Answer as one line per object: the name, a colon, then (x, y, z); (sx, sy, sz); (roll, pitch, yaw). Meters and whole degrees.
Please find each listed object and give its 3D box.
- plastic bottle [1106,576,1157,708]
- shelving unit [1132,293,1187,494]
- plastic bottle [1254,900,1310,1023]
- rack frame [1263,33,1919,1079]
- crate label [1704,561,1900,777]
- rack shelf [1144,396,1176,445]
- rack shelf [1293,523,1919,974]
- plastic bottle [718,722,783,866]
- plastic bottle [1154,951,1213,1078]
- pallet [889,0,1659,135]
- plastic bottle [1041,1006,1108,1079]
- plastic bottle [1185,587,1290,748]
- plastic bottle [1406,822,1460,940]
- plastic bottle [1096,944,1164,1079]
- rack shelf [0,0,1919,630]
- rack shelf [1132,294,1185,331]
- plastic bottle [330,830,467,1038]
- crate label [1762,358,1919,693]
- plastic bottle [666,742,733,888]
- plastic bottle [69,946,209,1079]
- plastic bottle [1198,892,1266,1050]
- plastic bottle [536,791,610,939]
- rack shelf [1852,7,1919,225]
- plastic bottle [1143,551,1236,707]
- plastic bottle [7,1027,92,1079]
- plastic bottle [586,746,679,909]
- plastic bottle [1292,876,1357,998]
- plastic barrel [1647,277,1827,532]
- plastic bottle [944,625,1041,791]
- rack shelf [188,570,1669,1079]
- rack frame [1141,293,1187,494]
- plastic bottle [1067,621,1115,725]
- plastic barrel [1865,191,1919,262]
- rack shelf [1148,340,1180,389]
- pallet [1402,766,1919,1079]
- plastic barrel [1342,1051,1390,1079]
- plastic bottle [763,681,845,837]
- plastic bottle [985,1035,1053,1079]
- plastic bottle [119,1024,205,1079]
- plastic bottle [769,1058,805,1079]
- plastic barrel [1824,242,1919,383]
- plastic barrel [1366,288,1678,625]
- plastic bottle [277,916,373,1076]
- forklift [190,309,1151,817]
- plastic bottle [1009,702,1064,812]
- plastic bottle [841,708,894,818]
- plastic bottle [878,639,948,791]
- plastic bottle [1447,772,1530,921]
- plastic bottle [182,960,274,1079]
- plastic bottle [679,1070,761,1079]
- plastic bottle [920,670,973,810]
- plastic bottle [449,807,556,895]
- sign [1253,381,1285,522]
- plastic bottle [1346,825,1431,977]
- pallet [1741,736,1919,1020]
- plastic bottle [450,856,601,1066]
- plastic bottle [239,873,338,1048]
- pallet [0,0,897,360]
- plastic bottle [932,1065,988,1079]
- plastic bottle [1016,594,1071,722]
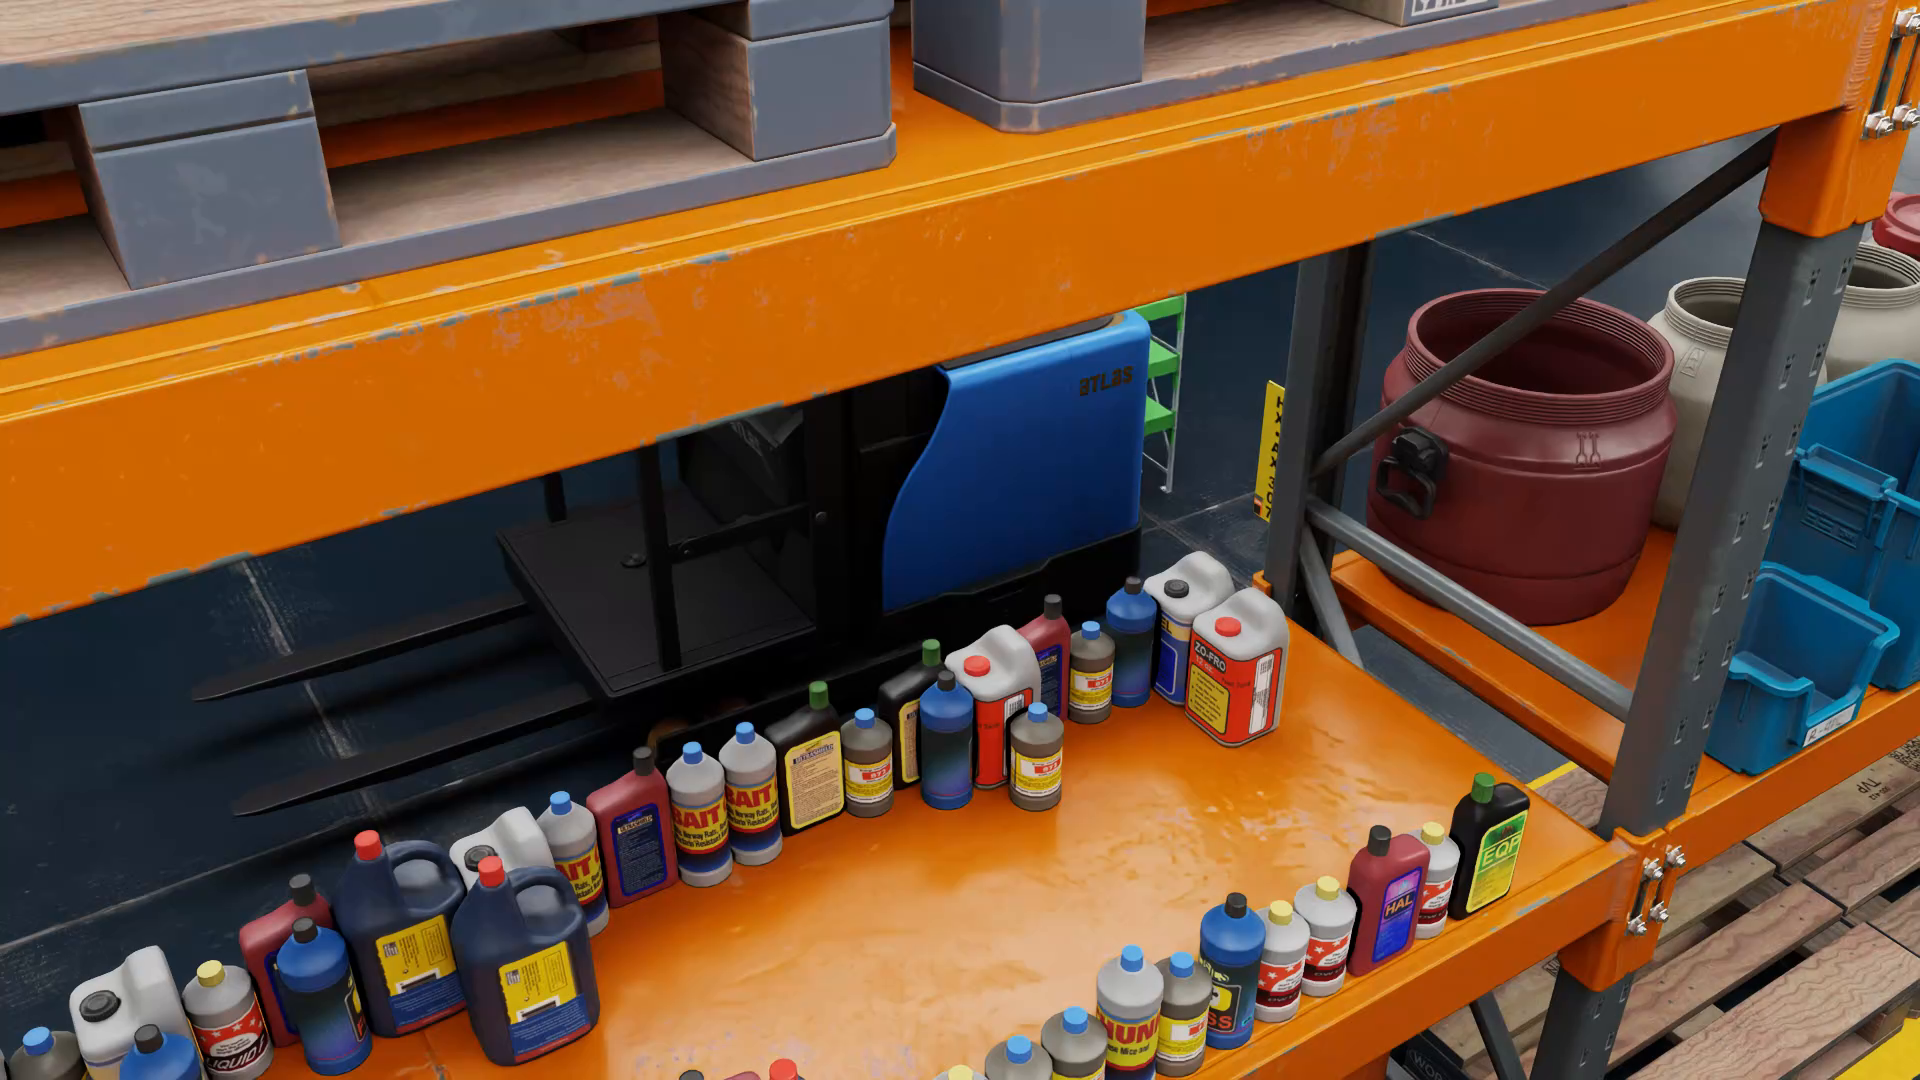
plastic bottle: (0.332, 0.192, 3.255); (0.097, 0.271, 0.097); (0, 32, 0)
shelving unit: (0.555, -0.679, 6.202); (0.503, 1.200, 0.258); (-18, 36, -26)
plastic bottle: (0.492, 0.648, 2.597); (0.097, 0.201, 0.097); (0, 32, 0)
rack frame: (0.983, 0.136, 3.223); (0.127, 3.000, 1.000); (-19, 37, -27)
crate label: (1.540, 0.253, 3.194); (0.416, 0.233, 0.303); (-19, 37, -27)
rack shelf: (0.555, -0.422, 6.364); (0.480, 0.148, 0.258); (-18, 36, -26)
rack shelf: (2.664, -0.138, 4.331); (4.000, 0.370, 1.077); (-19, 37, -27)
plastic bottle: (-0.363, 0.431, 2.876); (0.097, 0.271, 0.097); (0, 32, 0)
plastic bottle: (0.328, 0.704, 2.508); (0.097, 0.201, 0.097); (0, 32, 0)
pallet: (0.287, -0.876, 2.192); (1.213, 0.211, 1.003); (-19, 37, -27)
plastic bottle: (0.164, 0.761, 2.419); (0.097, 0.201, 0.097); (0, 32, 0)
plastic bottle: (0.527, 0.237, 3.179); (0.135, 0.276, 0.152); (-19, 37, -27)
plastic bottle: (0.767, 0.553, 2.747); (0.097, 0.201, 0.097); (0, 32, 0)
plastic bottle: (0.246, 0.703, 2.445); (0.097, 0.271, 0.097); (0, 32, 0)
rack shelf: (-0.698, -0.250, 1.698); (4.000, 0.370, 1.077); (-19, 37, -27)
rack shelf: (0.555, -0.828, 6.108); (0.480, 0.148, 0.258); (-18, 36, -26)
plastic bottle: (-0.858, 0.582, 2.562); (0.185, 0.351, 0.144); (-19, 37, -27)
crate label: (1.965, -0.045, 3.477); (0.616, 0.435, 0.502); (-19, 37, -27)
plastic bottle: (-0.445, 0.459, 2.832); (0.097, 0.271, 0.097); (0, 32, 0)
plastic bottle: (-1.184, 0.728, 2.400); (0.135, 0.276, 0.152); (-19, 37, -27)
plastic bottle: (0.410, 0.647, 2.534); (0.097, 0.271, 0.097); (0, 32, 0)
plastic bottle: (-0.639, 0.526, 2.726); (0.097, 0.271, 0.097); (0, 32, 0)
rack shelf: (2.664, -1.407, 3.531); (4.000, 0.370, 1.077); (-19, 37, -27)
plastic bottle: (0.444, 0.169, 3.288); (0.135, 0.276, 0.152); (-19, 37, -27)
plastic bottle: (-1.296, 0.781, 2.386); (0.097, 0.201, 0.097); (0, 32, 0)
plastic bottle: (-0.552, 0.479, 2.789); (0.133, 0.283, 0.061); (-19, 37, -27)
plastic bottle: (0.573, 0.620, 2.642); (0.097, 0.201, 0.097); (0, 32, 0)
plastic barrel: (1.732, -0.304, 3.816); (0.421, 0.512, 0.421); (0, 32, 0)
plastic bottle: (0.055, 0.302, 3.076); (0.135, 0.276, 0.152); (-19, 37, -27)
rack shelf: (-0.698, 1.018, 2.498); (4.000, 0.370, 1.077); (-19, 37, -27)
rack frame: (0.764, -0.747, 6.309); (0.015, 1.200, 0.240); (-18, 36, -26)
plastic bottle: (0.250, 0.249, 3.229); (0.097, 0.201, 0.097); (0, 32, 0)
plastic barrel: (2.442, -0.562, 4.203); (0.433, 0.535, 0.433); (0, 32, 0)
rack shelf: (0.555, -0.625, 6.236); (0.480, 0.148, 0.258); (-18, 36, -26)
pallet: (1.655, 1.109, 4.294); (1.213, 0.211, 1.003); (-19, 37, -27)
plastic barrel: (0.581, 1.025, 3.454); (0.708, 0.830, 0.600); (-19, 37, -27)
plastic bottle: (-0.276, 0.384, 2.939); (0.133, 0.283, 0.061); (-19, 37, -27)
plastic bottle: (0.083, 0.789, 2.374); (0.097, 0.201, 0.097); (0, 32, 0)
plastic bottle: (-1.101, 0.781, 2.321); (0.097, 0.271, 0.097); (0, 32, 0)
plastic bottle: (-0.243, 0.823, 2.180); (0.185, 0.351, 0.144); (-19, 37, -27)
plastic barrel: (2.086, -0.426, 4.009); (0.421, 0.512, 0.421); (0, 32, 0)
plastic barrel: (1.209, -0.192, 3.615); (0.708, 0.536, 0.600); (-19, 37, -27)
plastic bottle: (-0.956, 0.673, 2.492); (0.097, 0.271, 0.097); (0, 32, 0)
forklift: (-0.893, -0.854, 4.856); (3.031, 2.935, 1.130); (-18, 36, -26)
plastic bottle: (0.139, 0.384, 3.015); (0.097, 0.201, 0.097); (0, 32, 0)
plastic bottle: (-0.169, 0.394, 3.001); (0.097, 0.201, 0.097); (0, 32, 0)
plastic bottle: (-0.082, 0.317, 3.045); (0.133, 0.283, 0.061); (-19, 37, -27)
plastic bottle: (0.874, 0.494, 2.766); (0.133, 0.283, 0.061); (-19, 37, -27)
plastic bottle: (-1.101, 0.714, 2.492); (0.097, 0.201, 0.097); (0, 32, 0)
plastic bottle: (-0.320, 0.813, 2.260); (0.133, 0.283, 0.061); (-19, 37, -27)
plastic bottle: (-0.024, 0.353, 3.000); (0.097, 0.271, 0.097); (0, 32, 0)
plastic bottle: (-0.721, 0.569, 2.652); (0.135, 0.276, 0.152); (-19, 37, -27)
sign: (0.679, -0.178, 3.567); (0.005, 0.325, 0.100); (-19, 37, -27)
plastic bottle: (0.680, 0.560, 2.660); (0.133, 0.283, 0.061); (-19, 37, -27)
pallet: (2.680, 0.758, 4.850); (1.213, 0.211, 1.003); (-19, 37, -27)
plastic bottle: (-0.662, 0.612, 2.515); (0.185, 0.351, 0.144); (-19, 37, -27)
plastic bottle: (-1.014, 0.638, 2.536); (0.133, 0.283, 0.061); (-19, 37, -27)
pallet: (-0.821, -0.496, 1.591); (1.213, 0.211, 1.003); (-19, 37, -27)
plastic bottle: (0.001, 0.817, 2.329); (0.097, 0.201, 0.097); (0, 32, 0)
plastic bottle: (0.143, 0.240, 3.167); (0.133, 0.283, 0.061); (-19, 37, -27)
